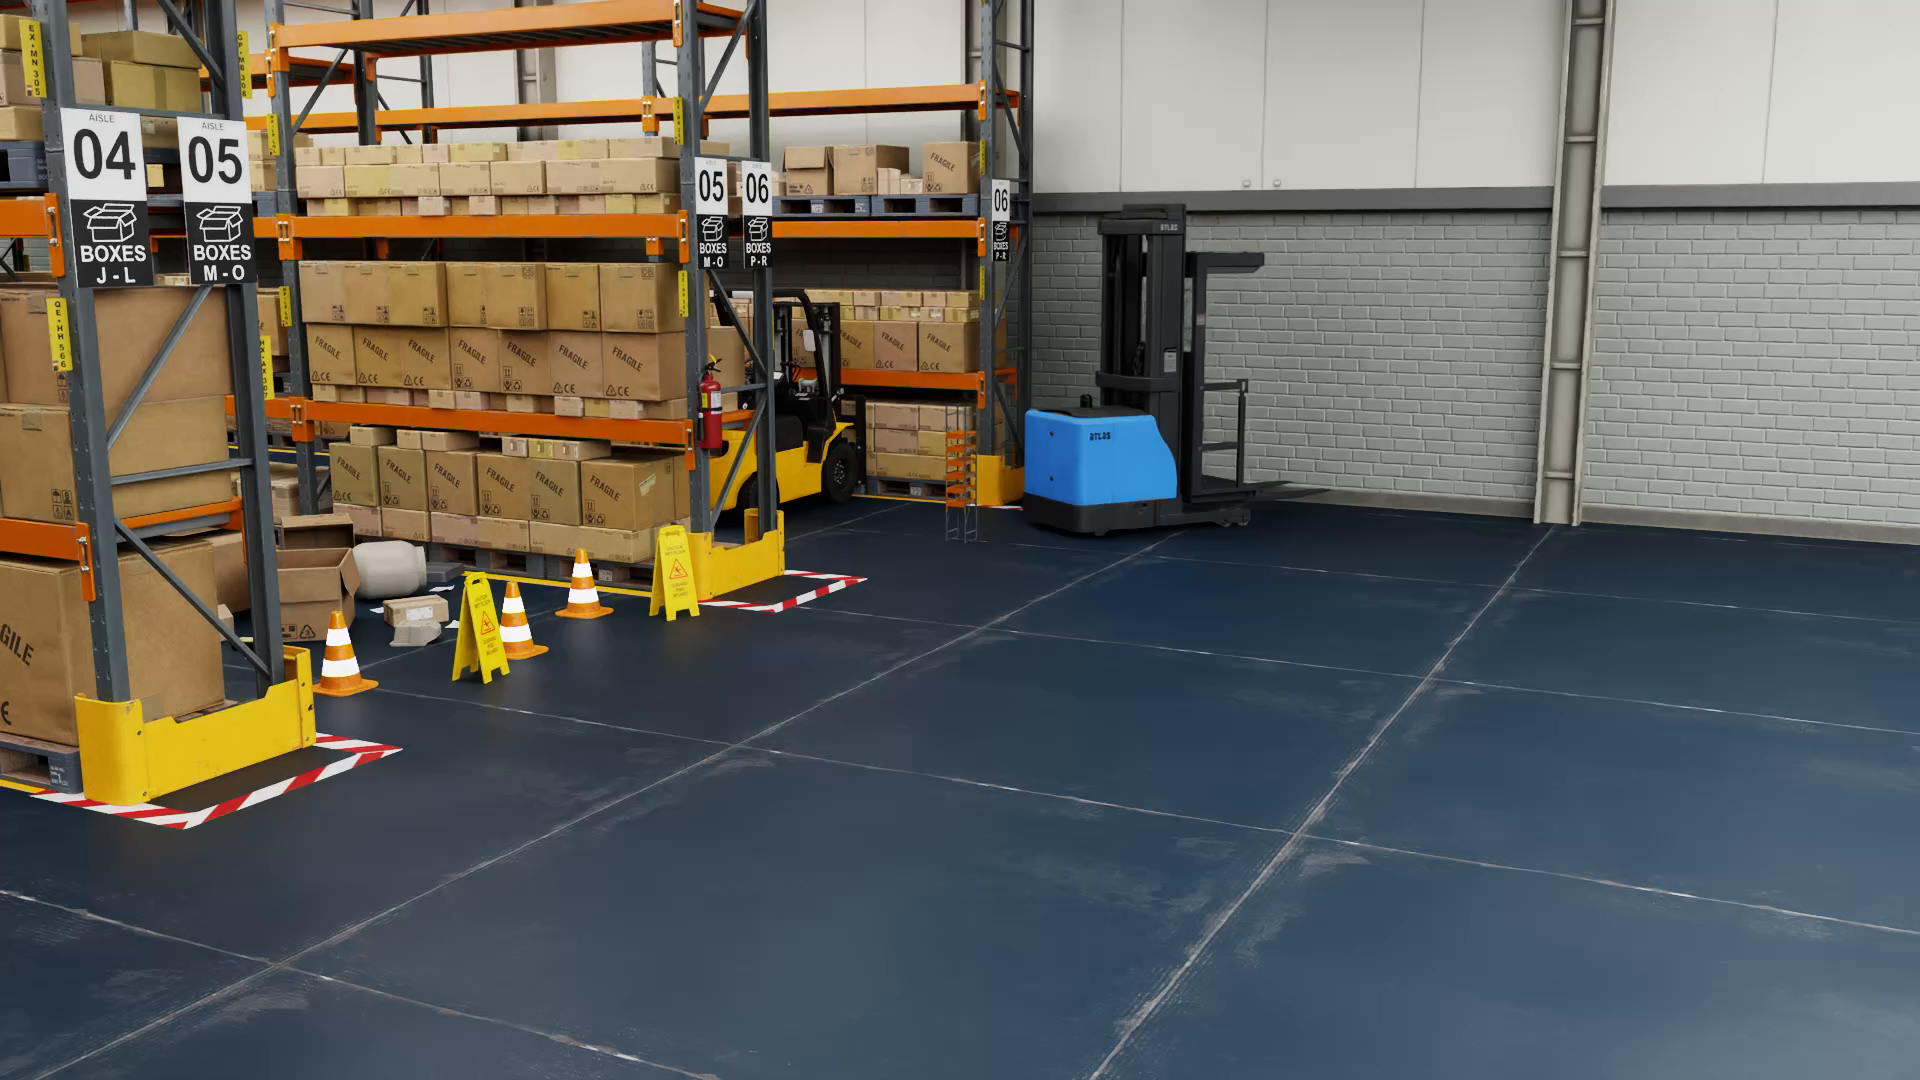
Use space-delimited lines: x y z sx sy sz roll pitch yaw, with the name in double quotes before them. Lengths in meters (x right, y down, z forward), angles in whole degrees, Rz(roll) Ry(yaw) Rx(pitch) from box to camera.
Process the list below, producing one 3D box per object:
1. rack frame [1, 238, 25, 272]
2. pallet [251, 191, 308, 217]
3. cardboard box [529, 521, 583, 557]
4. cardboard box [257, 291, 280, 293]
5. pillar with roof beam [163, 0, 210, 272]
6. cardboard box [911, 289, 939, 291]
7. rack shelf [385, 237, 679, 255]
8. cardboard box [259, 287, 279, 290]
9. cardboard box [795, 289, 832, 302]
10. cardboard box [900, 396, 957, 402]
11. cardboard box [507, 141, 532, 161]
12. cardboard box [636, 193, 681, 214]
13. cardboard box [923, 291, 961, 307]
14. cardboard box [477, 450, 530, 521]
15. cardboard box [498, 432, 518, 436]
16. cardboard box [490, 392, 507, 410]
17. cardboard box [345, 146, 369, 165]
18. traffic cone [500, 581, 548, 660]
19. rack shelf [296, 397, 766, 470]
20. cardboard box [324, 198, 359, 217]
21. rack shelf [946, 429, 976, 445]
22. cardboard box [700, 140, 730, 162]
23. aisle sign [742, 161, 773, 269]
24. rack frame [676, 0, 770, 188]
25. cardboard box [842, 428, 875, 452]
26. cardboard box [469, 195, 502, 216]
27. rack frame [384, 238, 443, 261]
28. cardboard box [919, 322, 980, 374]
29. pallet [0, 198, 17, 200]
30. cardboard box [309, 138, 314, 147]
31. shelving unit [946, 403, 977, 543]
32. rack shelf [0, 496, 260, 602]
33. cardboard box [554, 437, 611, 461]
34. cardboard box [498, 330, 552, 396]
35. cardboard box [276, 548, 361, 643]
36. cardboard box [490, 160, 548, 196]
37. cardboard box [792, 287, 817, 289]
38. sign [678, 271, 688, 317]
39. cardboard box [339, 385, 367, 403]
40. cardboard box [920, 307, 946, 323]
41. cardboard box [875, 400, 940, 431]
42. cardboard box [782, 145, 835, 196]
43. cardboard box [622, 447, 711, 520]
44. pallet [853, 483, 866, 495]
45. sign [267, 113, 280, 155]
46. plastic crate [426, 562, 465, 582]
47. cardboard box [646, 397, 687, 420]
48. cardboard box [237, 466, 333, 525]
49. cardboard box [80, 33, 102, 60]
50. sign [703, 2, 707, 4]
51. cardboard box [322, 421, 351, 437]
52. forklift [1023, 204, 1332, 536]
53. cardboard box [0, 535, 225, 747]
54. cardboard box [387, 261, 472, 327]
"rack frame" -13.875 -3.181 23.882 0.127 3.000 1.000 5 11 26
"pallet" -5.813 -2.891 14.388 1.003 0.211 1.213 5 11 26
"cardboard box" -3.024 -0.043 13.088 0.500 0.250 0.500 5 11 26
"cardboard box" -6.050 -1.966 14.877 0.500 0.500 0.500 5 11 26
"pillar with roof beam" -12.418 -5.329 18.906 0.400 9.000 9.100 5 11 26
"cardboard box" -0.411 -2.562 17.524 0.250 0.149 0.380 5 11 26
"rack shelf" -4.907 -3.515 19.325 4.000 0.370 1.077 5 11 26
"cardboard box" -8.785 -2.945 21.119 0.500 0.500 0.700 5 11 26
"cardboard box" -1.537 -2.572 17.580 0.250 0.149 0.380 5 11 26
"cardboard box" -0.323 -1.372 17.625 0.500 0.250 0.500 5 11 26
"cardboard box" -3.249 -2.968 12.752 0.250 0.149 0.380 5 11 24
"cardboard box" -2.163 -2.463 12.198 0.250 0.149 0.380 5 11 26
"cardboard box" -0.176 -2.444 16.872 0.250 0.149 0.380 5 11 26
"cardboard box" -3.472 -0.452 13.243 0.500 0.500 0.500 5 11 24
"cardboard box" -4.954 -1.434 19.719 0.625 0.625 0.875 5 11 23
"cardboard box" -3.512 -1.122 13.213 0.250 0.149 0.380 5 11 26
"cardboard box" -4.690 -3.072 13.324 0.250 0.149 0.380 5 11 24
"traffic cone" -2.862 0.498 10.681 0.334 0.463 0.336 5 11 26
"rack shelf" -3.513 -0.930 13.469 4.000 0.370 1.077 5 11 26
"cardboard box" -4.927 -2.701 13.513 0.250 0.149 0.380 5 11 26
"rack shelf" 0.013 -0.900 14.561 0.180 0.103 0.258 5 11 26
"cardboard box" -1.948 -2.932 12.553 0.250 0.149 0.380 5 11 25
"aisle sign" -1.527 -2.451 12.549 0.004 0.787 0.394 5 11 26
"rack frame" -1.719 -4.079 12.000 0.127 3.000 1.000 5 11 26
"cardboard box" -1.019 -1.087 17.449 0.500 0.250 0.500 5 11 25
"cardboard box" -3.560 -2.577 12.827 0.250 0.149 0.380 5 11 25
"rack frame" -6.701 -2.550 20.399 0.127 3.000 1.000 5 11 26
"cardboard box" -0.084 -1.966 16.889 0.500 0.500 0.500 5 11 25
"pallet" -9.495 -3.183 16.000 1.003 0.211 1.213 6 12 28
"cardboard box" -6.105 -3.445 14.756 0.500 0.250 0.500 5 11 25
"shelving unit" 0.013 -0.589 14.617 0.189 1.200 0.258 5 11 26
"rack shelf" -5.613 -0.132 9.057 4.000 0.370 1.077 5 11 26
"cardboard box" -2.912 -0.708 12.836 0.250 0.149 0.380 5 12 27
"cardboard box" -3.222 -1.401 12.935 0.500 0.500 0.500 5 11 26
"cardboard box" -4.415 0.367 11.287 0.637 0.503 0.797 -2 11 -14
"cardboard box" -3.215 -2.753 12.680 0.500 0.250 0.500 5 12 27
"cardboard box" -1.768 -2.694 18.258 0.250 0.149 0.380 5 11 25
"sign" -1.983 -1.765 11.922 0.005 0.325 0.100 5 11 26
"cardboard box" -4.916 -1.231 13.813 0.250 0.149 0.380 5 12 27
"cardboard box" -0.204 -2.286 16.838 0.250 0.149 0.380 5 12 27
"cardboard box" -0.538 -1.291 17.177 0.500 0.250 0.500 5 12 27
"cardboard box" -1.413 -3.847 17.393 0.637 0.503 0.797 5 12 28
"cardboard box" -2.342 -0.459 13.280 0.500 0.500 0.500 5 11 24
"pallet" -1.321 -0.698 17.992 1.213 0.211 1.003 5 11 26
"sign" -5.549 -3.277 13.436 0.005 0.325 0.100 5 11 26
"plastic crate" -4.261 0.249 13.128 0.583 0.080 0.402 1 10 6
"cardboard box" -2.149 -0.999 12.530 0.250 0.149 0.380 5 12 28
"cardboard box" -5.778 -0.397 14.698 0.625 0.372 0.950 5 11 27
"cardboard box" -4.202 -2.426 8.296 0.250 0.149 0.380 5 11 26
"sign" -2.846 -5.811 18.505 0.005 0.325 0.100 5 11 26
"cardboard box" -7.619 -1.567 20.806 0.500 0.500 0.500 5 11 25
"forklift" 2.132 -1.638 15.549 3.031 2.935 1.130 -5 12 -27
"cardboard box" -4.456 0.468 8.511 0.875 0.875 0.875 5 11 26
"cardboard box" -4.121 -1.973 13.284 0.500 0.500 0.700 5 11 25
